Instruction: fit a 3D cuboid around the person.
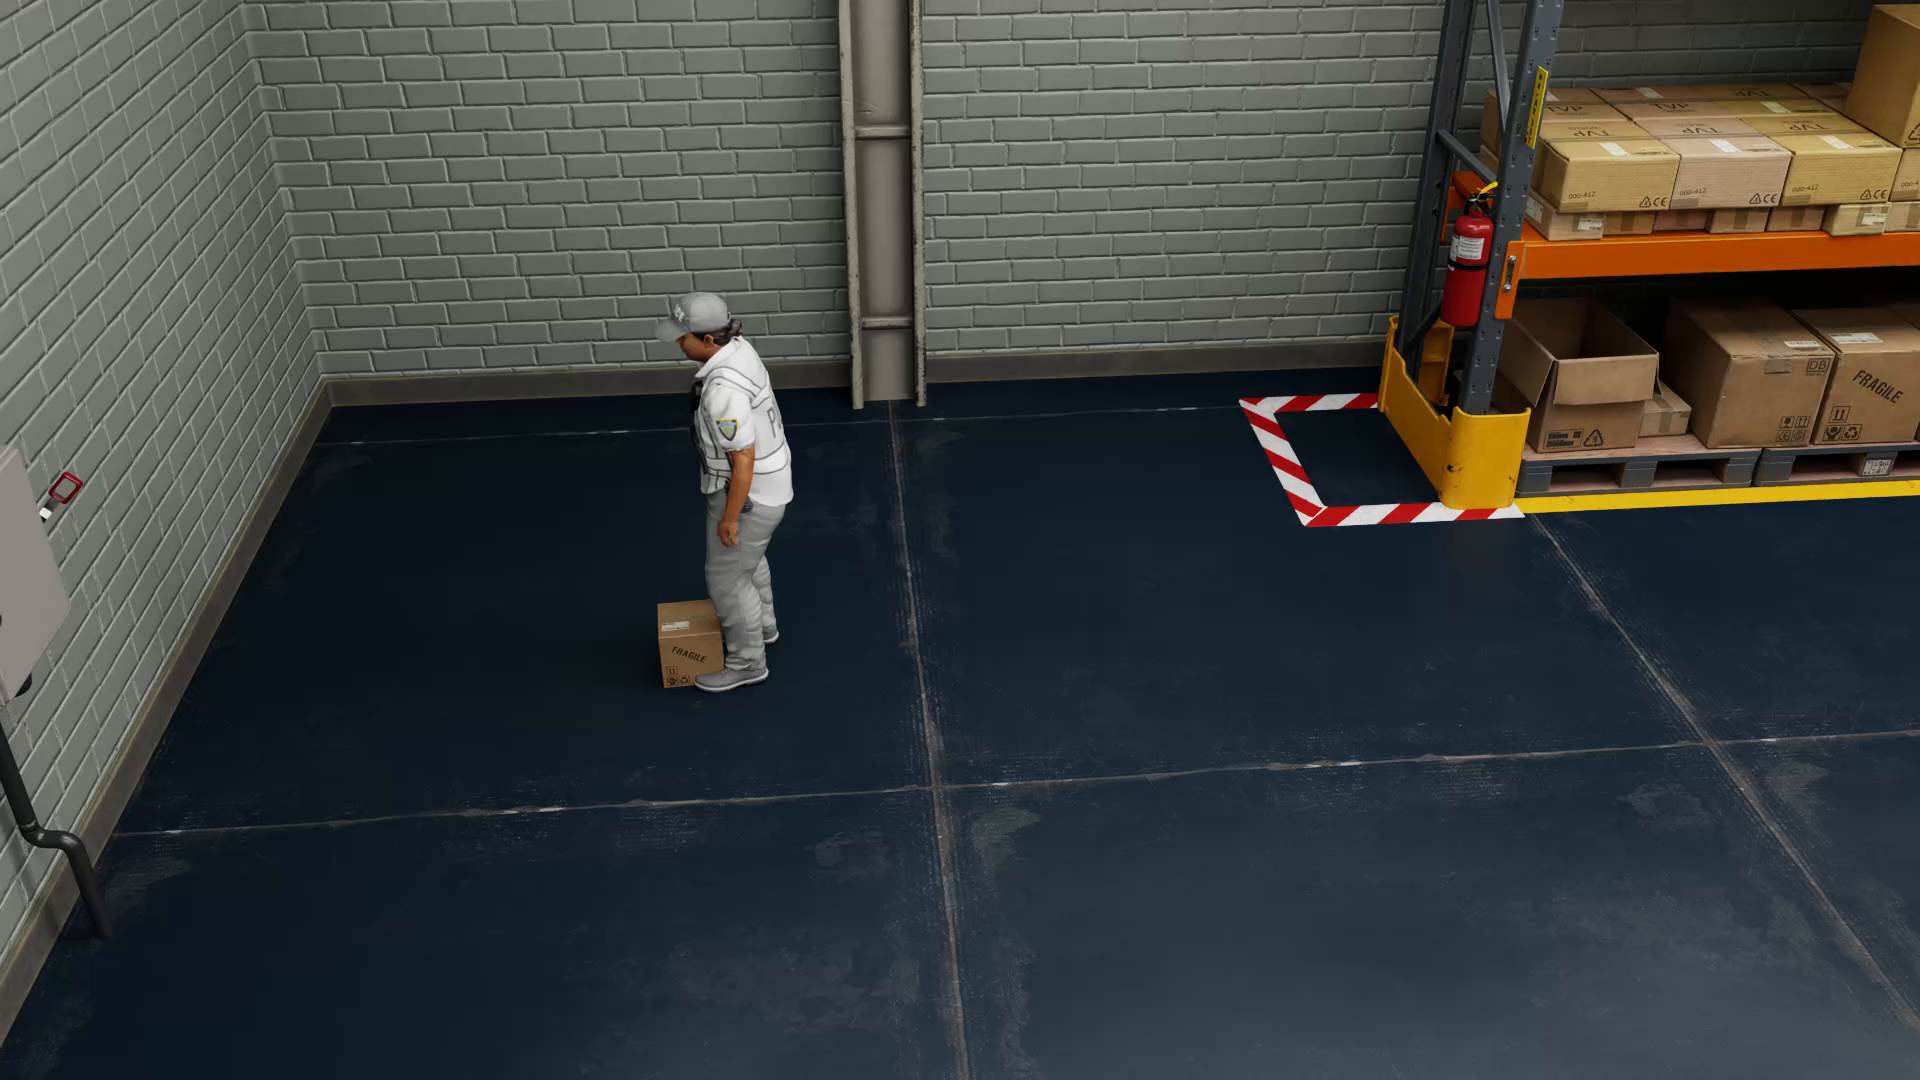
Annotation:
[{"bbox_3d":[-0.884,-0.196,6.450,0.472,1.666,0.546,-3,31,-5],"label":"person"}]
